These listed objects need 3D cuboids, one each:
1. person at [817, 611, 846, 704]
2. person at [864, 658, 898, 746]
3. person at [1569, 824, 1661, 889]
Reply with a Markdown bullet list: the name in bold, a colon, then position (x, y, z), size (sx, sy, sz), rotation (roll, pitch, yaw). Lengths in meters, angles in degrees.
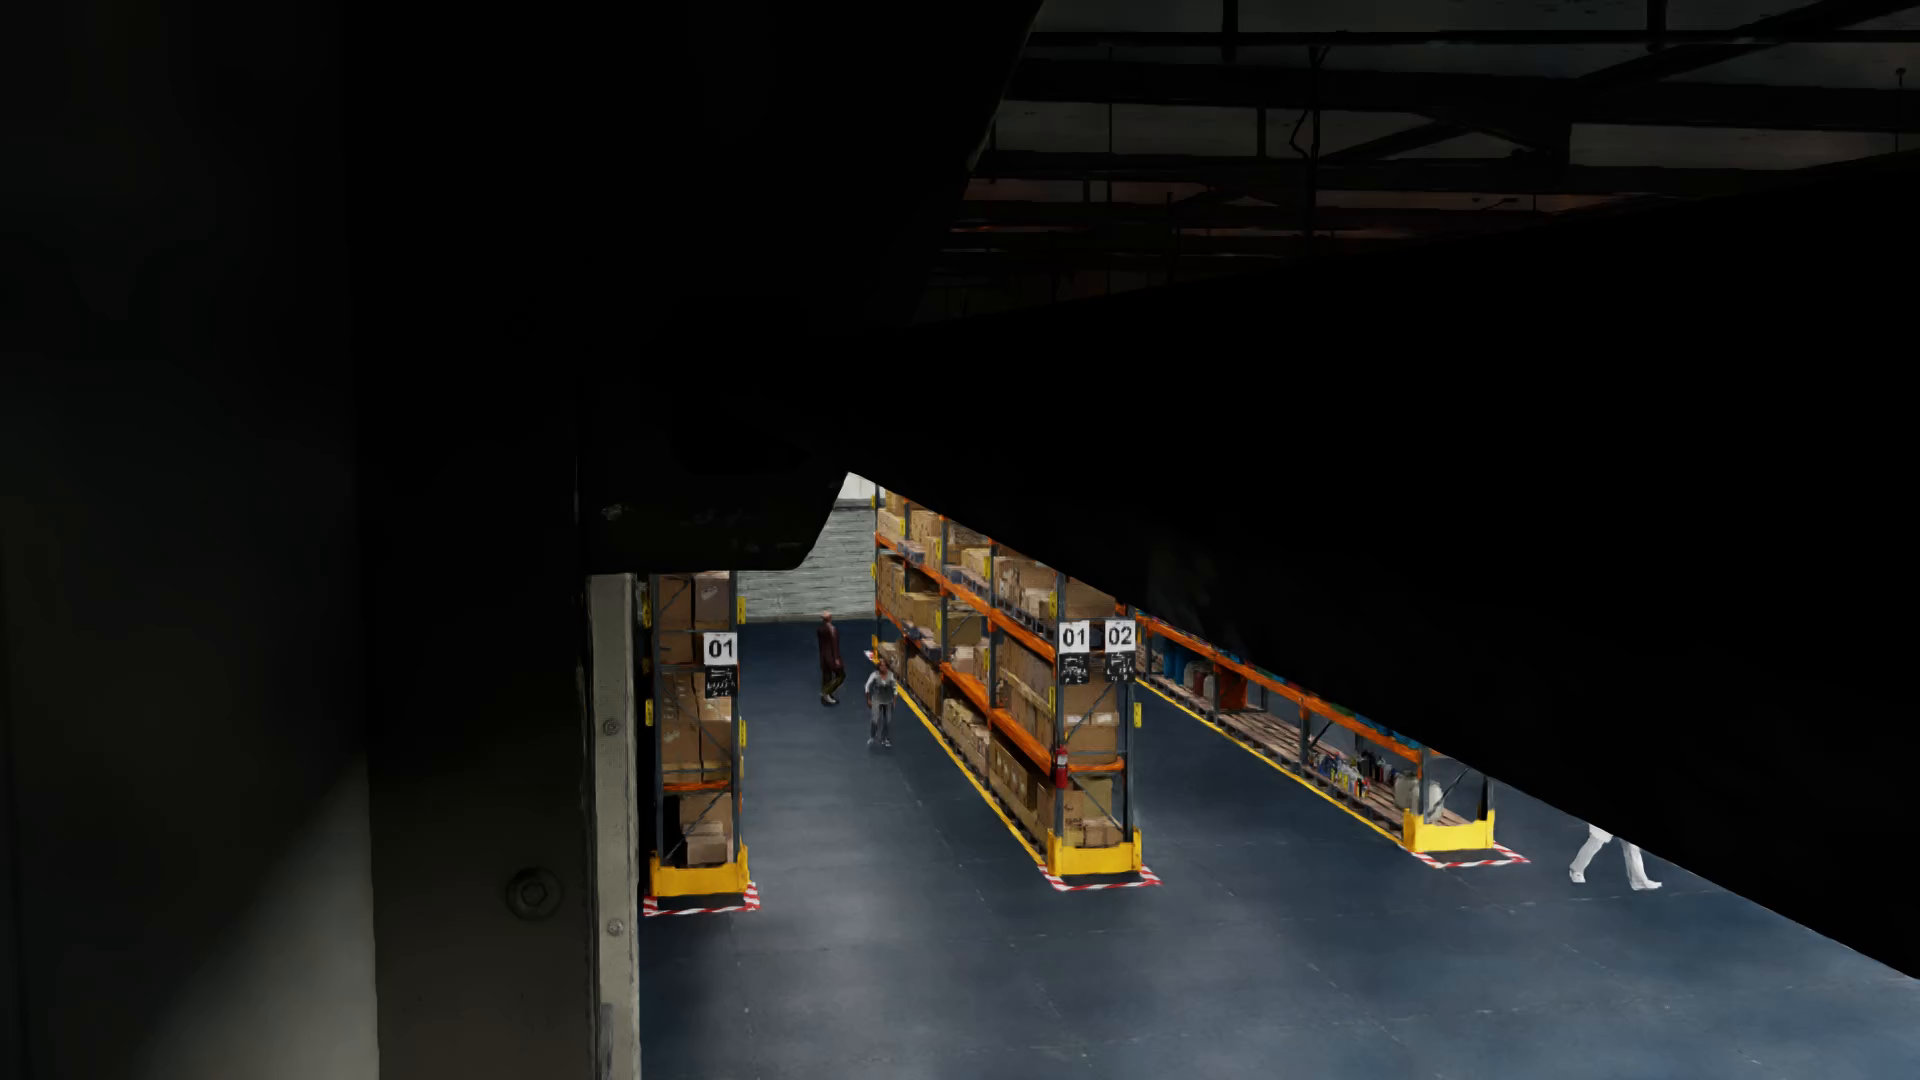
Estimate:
- **person**: position (-2.464, 2.220, 31.431), size (0.514, 1.778, 0.635), rotation (-5, 7, -38)
- **person**: position (-1.322, 2.715, 27.851), size (0.566, 1.541, 0.519), rotation (-1, 6, -13)
- **person**: position (7.953, 3.385, 20.239), size (0.615, 1.749, 1.009), rotation (-4, 7, -37)
